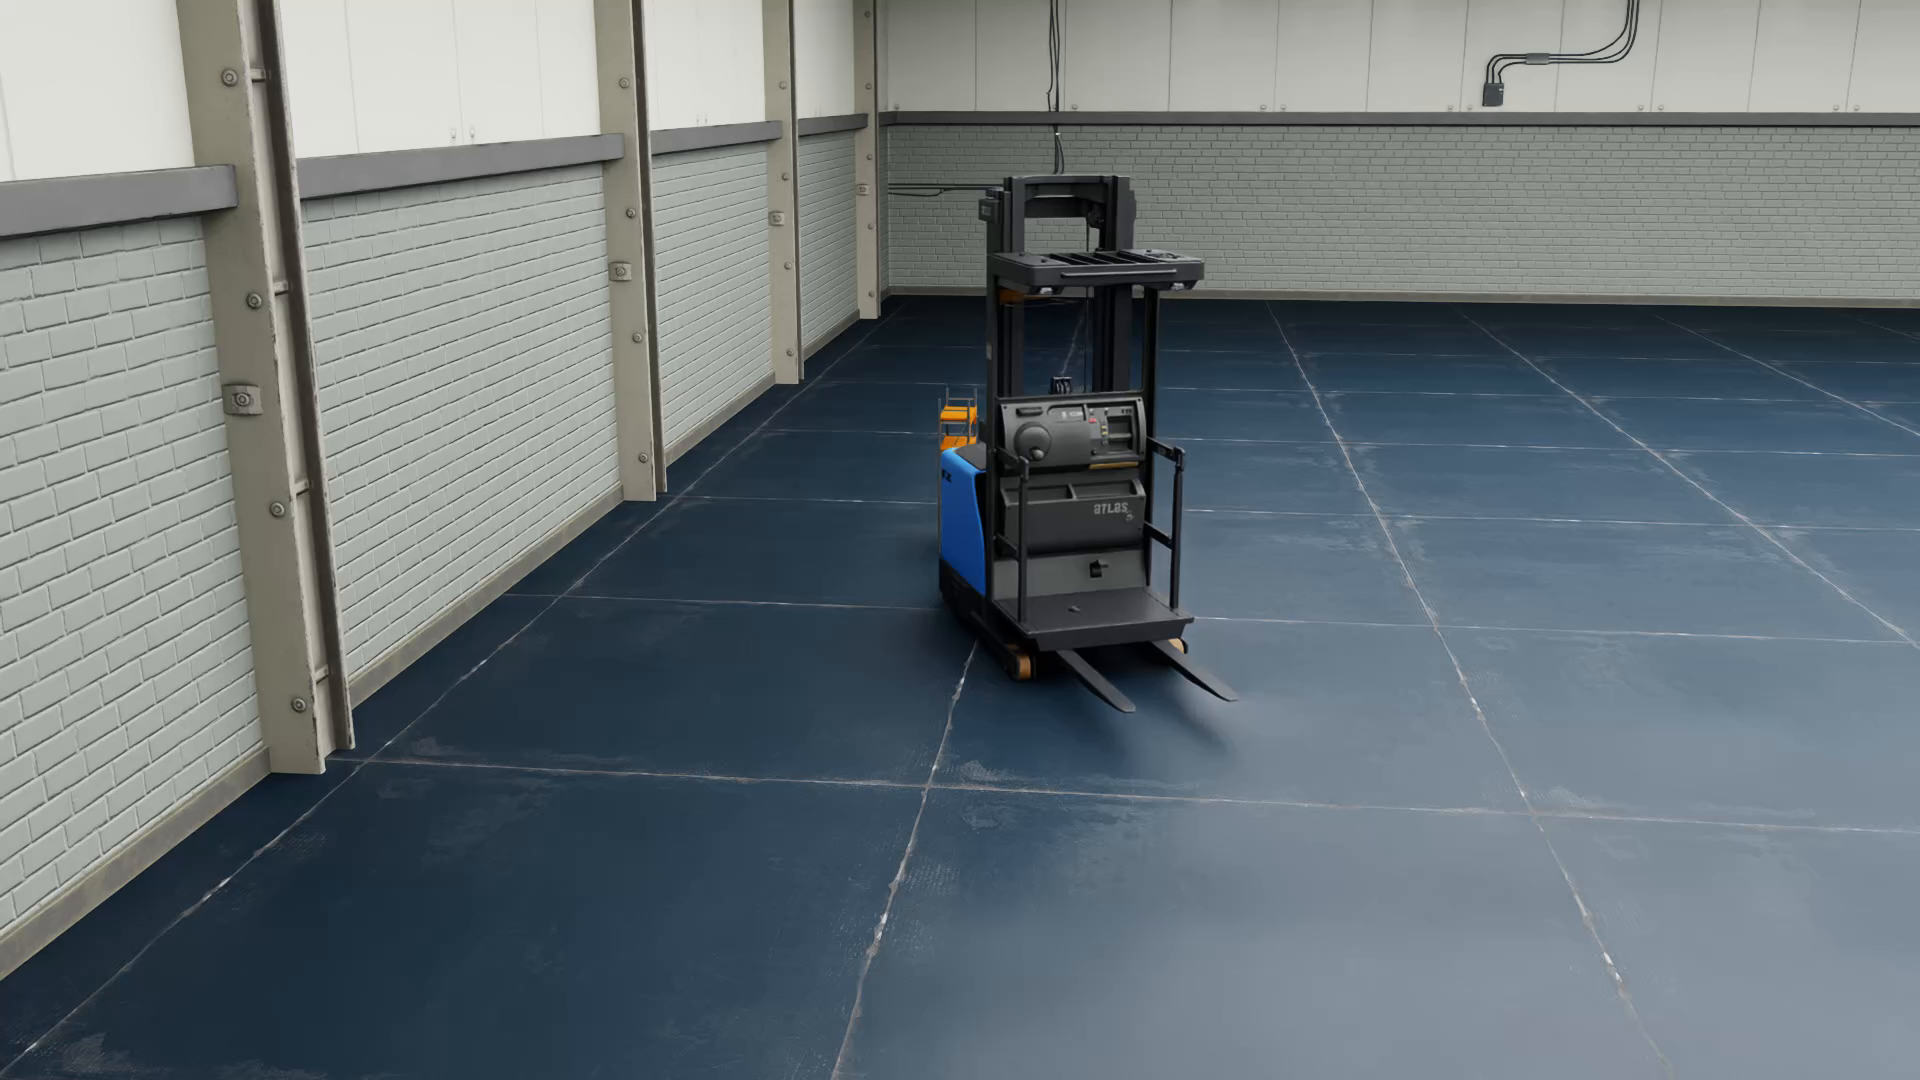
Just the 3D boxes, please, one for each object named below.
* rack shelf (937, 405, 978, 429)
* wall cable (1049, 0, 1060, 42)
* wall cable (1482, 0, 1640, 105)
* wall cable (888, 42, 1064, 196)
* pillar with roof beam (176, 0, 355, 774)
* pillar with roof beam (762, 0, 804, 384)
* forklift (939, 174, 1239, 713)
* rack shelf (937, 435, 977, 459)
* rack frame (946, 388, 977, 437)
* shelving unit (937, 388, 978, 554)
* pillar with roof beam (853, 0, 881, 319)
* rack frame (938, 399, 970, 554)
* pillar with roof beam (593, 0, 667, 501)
[{"bbox_3d":[-0.019,-0.916,12.744,0.258,0.148,0.480,2,15,6],"label":"rack shelf"},{"bbox_3d":[2.909,-9.433,27.082,3.097,2.526,0.112,2,15,6],"label":"wall cable"},{"bbox_3d":[9.652,-9.932,26.137,2.305,6.003,0.169,2,15,6],"label":"wall cable"},{"bbox_3d":[0.221,-7.075,28.036,3.097,2.526,0.112,2,15,6],"label":"wall cable"},{"bbox_3d":[0.821,-3.053,7.215,9.100,9.000,0.400,2,15,6],"label":"pillar with roof beam"},{"bbox_3d":[2.175,-6.166,18.725,9.100,9.000,0.400,2,15,6],"label":"pillar with roof beam"},{"bbox_3d":[0.767,-0.681,10.066,1.130,2.935,3.031,-4,16,-16],"label":"forklift"},{"bbox_3d":[-0.019,-0.687,12.806,0.258,0.148,0.480,2,15,6],"label":"rack shelf"},{"bbox_3d":[0.009,-0.600,13.081,0.240,1.200,0.015,2,15,6],"label":"rack frame"},{"bbox_3d":[-0.019,-0.536,12.847,0.258,1.200,0.503,2,15,6],"label":"shelving unit"},{"bbox_3d":[2.852,-7.722,24.480,9.100,9.000,0.400,2,15,6],"label":"pillar with roof beam"},{"bbox_3d":[-0.046,-0.473,12.613,0.240,1.200,0.015,2,15,6],"label":"rack frame"},{"bbox_3d":[1.498,-4.610,12.970,9.100,9.000,0.400,2,15,6],"label":"pillar with roof beam"}]
